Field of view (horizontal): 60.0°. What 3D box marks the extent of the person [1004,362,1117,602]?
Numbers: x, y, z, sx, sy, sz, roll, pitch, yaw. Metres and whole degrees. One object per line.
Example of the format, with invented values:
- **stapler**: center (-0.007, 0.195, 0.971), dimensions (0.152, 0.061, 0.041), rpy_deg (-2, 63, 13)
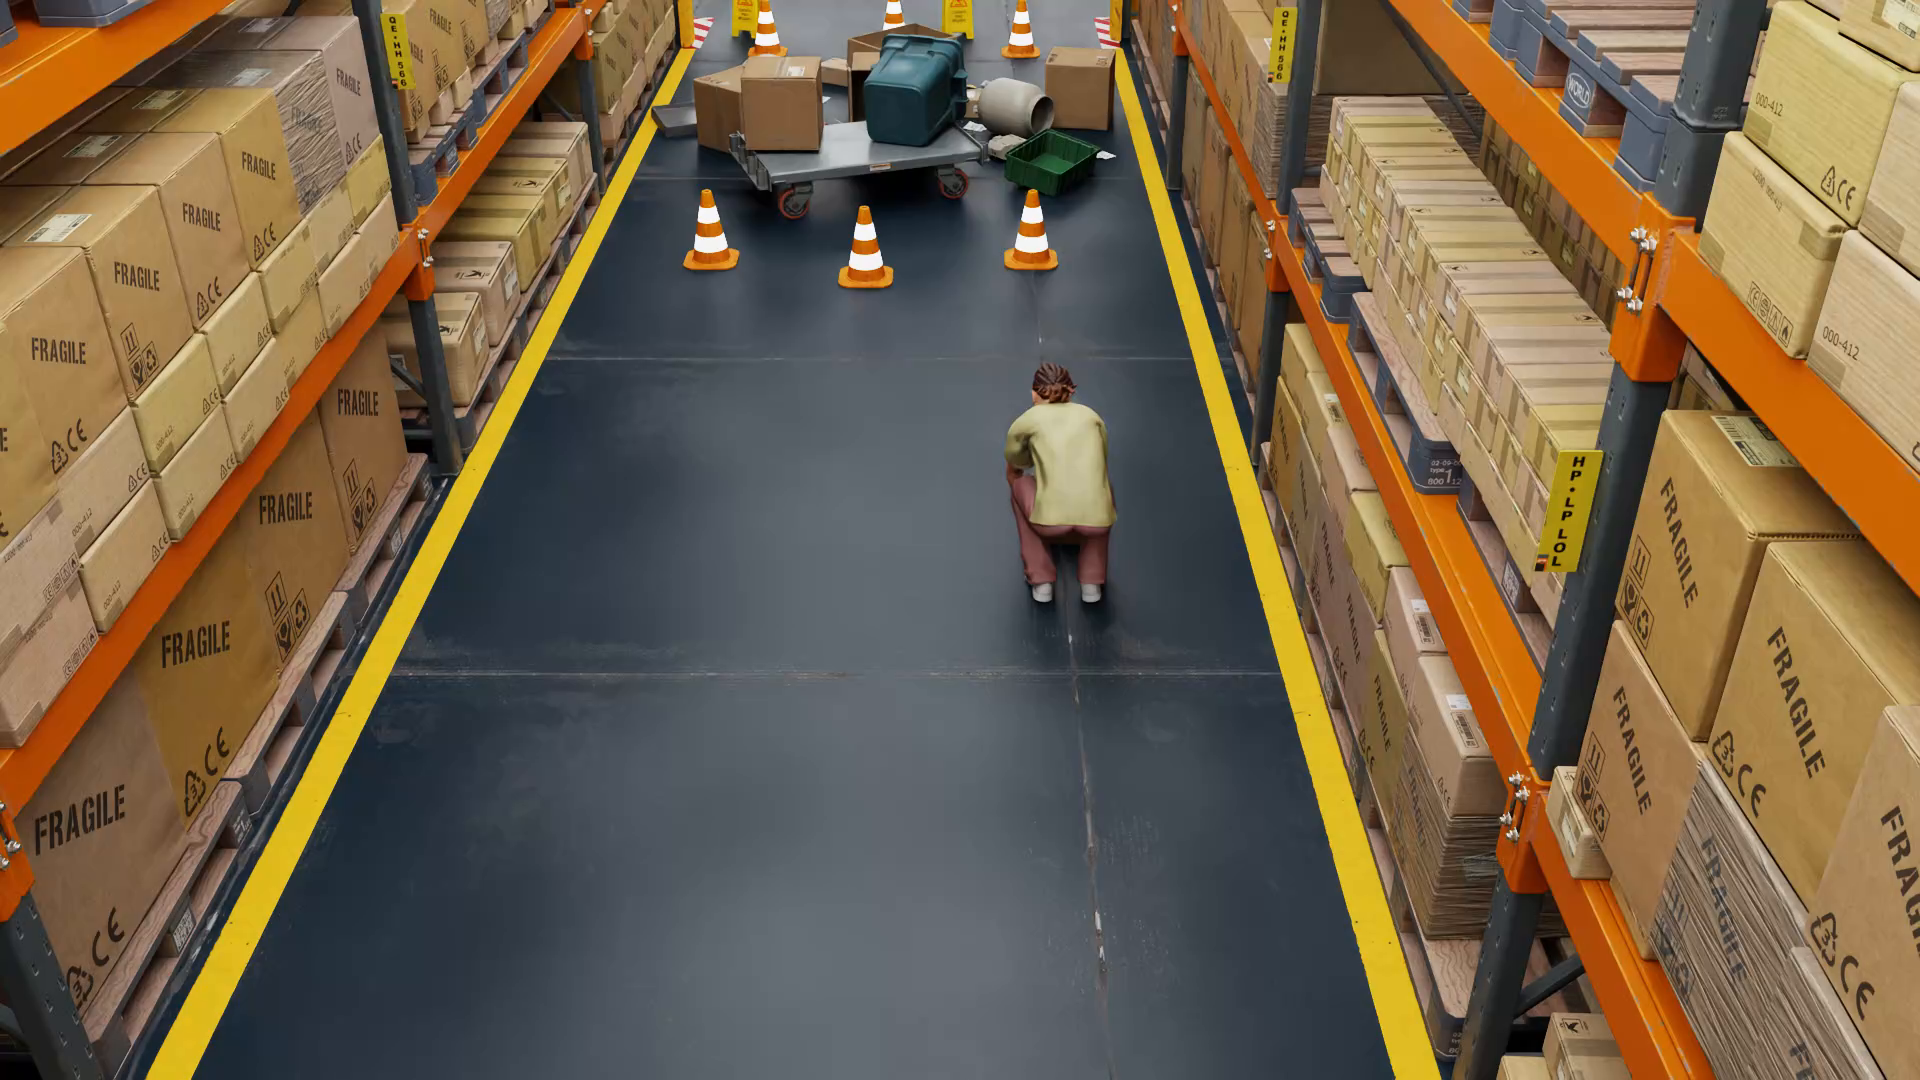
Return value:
- **person**: center (0.441, -0.190, 7.295), dimensions (0.489, 0.786, 0.799), rpy_deg (0, 32, 0)
